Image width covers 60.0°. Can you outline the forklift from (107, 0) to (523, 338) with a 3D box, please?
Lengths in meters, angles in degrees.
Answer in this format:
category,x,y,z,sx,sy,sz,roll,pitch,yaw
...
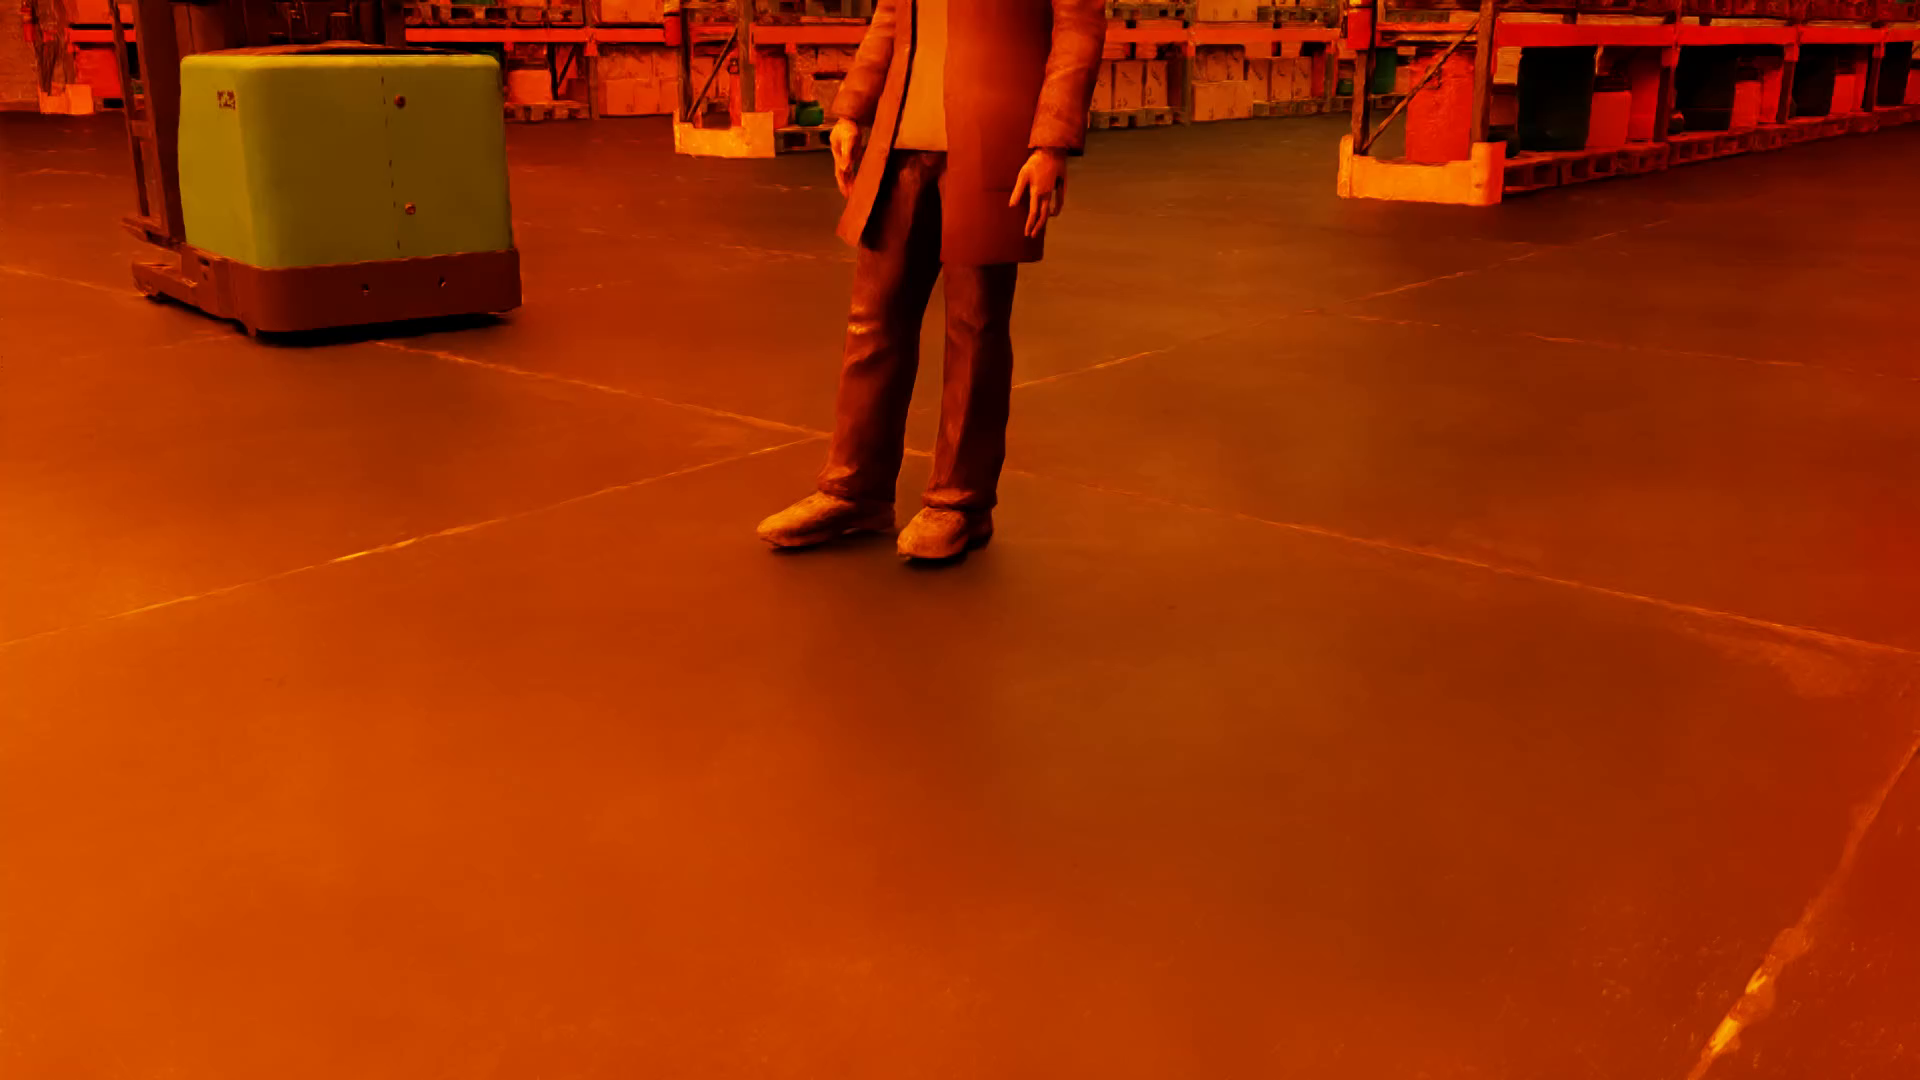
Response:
category,x,y,z,sx,sy,sz,roll,pitch,yaw
forklift,-3.129,-2.546,7.284,1.130,2.935,3.031,-13,21,-37

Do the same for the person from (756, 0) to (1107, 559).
category,x,y,z,sx,sy,sz,roll,pitch,yaw
person,-0.062,-0.838,3.617,0.694,1.776,0.580,13,21,37
